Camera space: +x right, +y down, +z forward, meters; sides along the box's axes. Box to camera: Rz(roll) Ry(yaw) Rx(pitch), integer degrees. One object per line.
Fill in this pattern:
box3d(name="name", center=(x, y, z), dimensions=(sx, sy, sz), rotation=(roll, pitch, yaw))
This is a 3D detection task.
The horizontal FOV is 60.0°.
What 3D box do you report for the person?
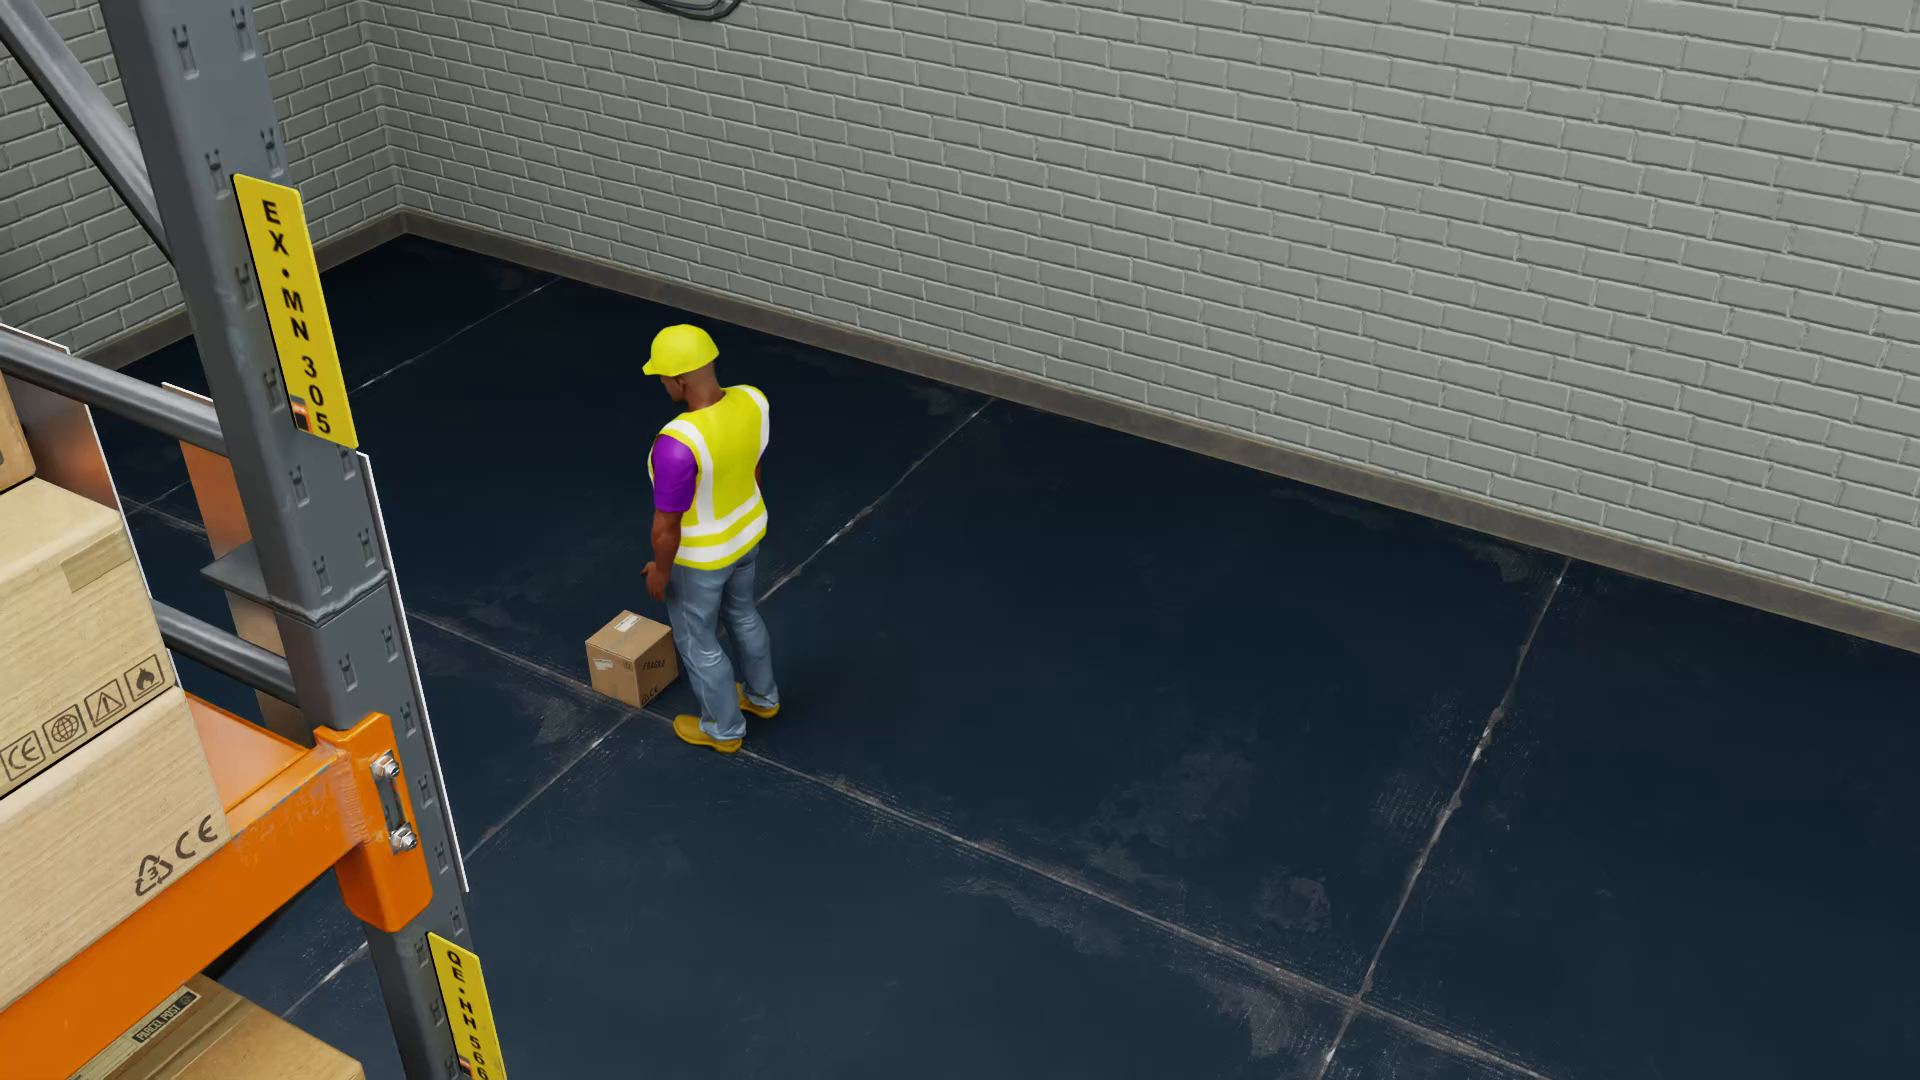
box3d(name="person", center=(-0.920, 0.011, 6.112), dimensions=(0.368, 1.760, 0.568), rotation=(19, 38, 25))
